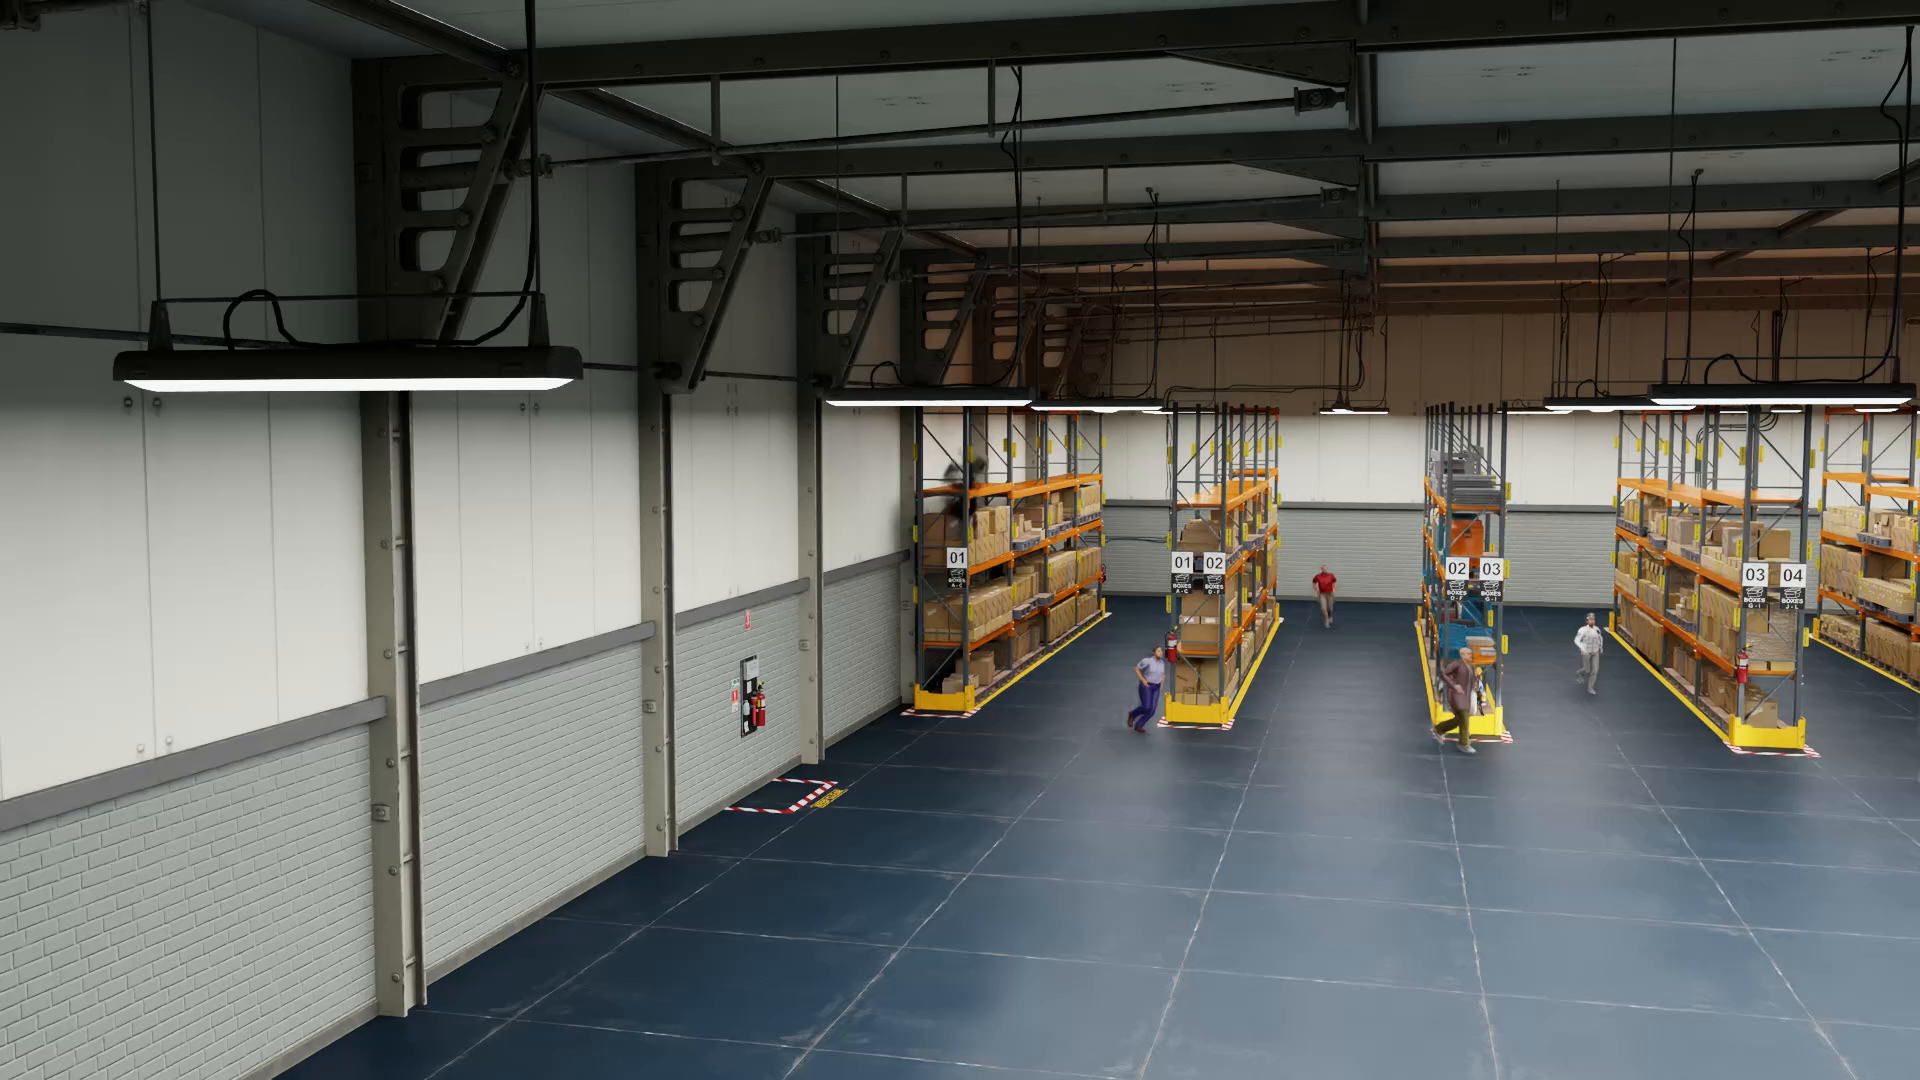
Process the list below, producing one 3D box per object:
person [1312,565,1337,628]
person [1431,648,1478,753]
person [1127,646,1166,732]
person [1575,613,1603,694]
[{"bbox_3d":[10.000,1.518,45.638,0.679,1.701,0.747,1,4,11],"label":"person"},{"bbox_3d":[8.659,2.745,28.784,0.746,1.779,0.929,-3,5,-39],"label":"person"},{"bbox_3d":[3.458,2.708,30.332,0.687,1.562,0.555,-2,5,-30],"label":"person"},{"bbox_3d":[13.120,2.342,34.651,0.617,1.671,0.696,0,4,-2],"label":"person"}]
